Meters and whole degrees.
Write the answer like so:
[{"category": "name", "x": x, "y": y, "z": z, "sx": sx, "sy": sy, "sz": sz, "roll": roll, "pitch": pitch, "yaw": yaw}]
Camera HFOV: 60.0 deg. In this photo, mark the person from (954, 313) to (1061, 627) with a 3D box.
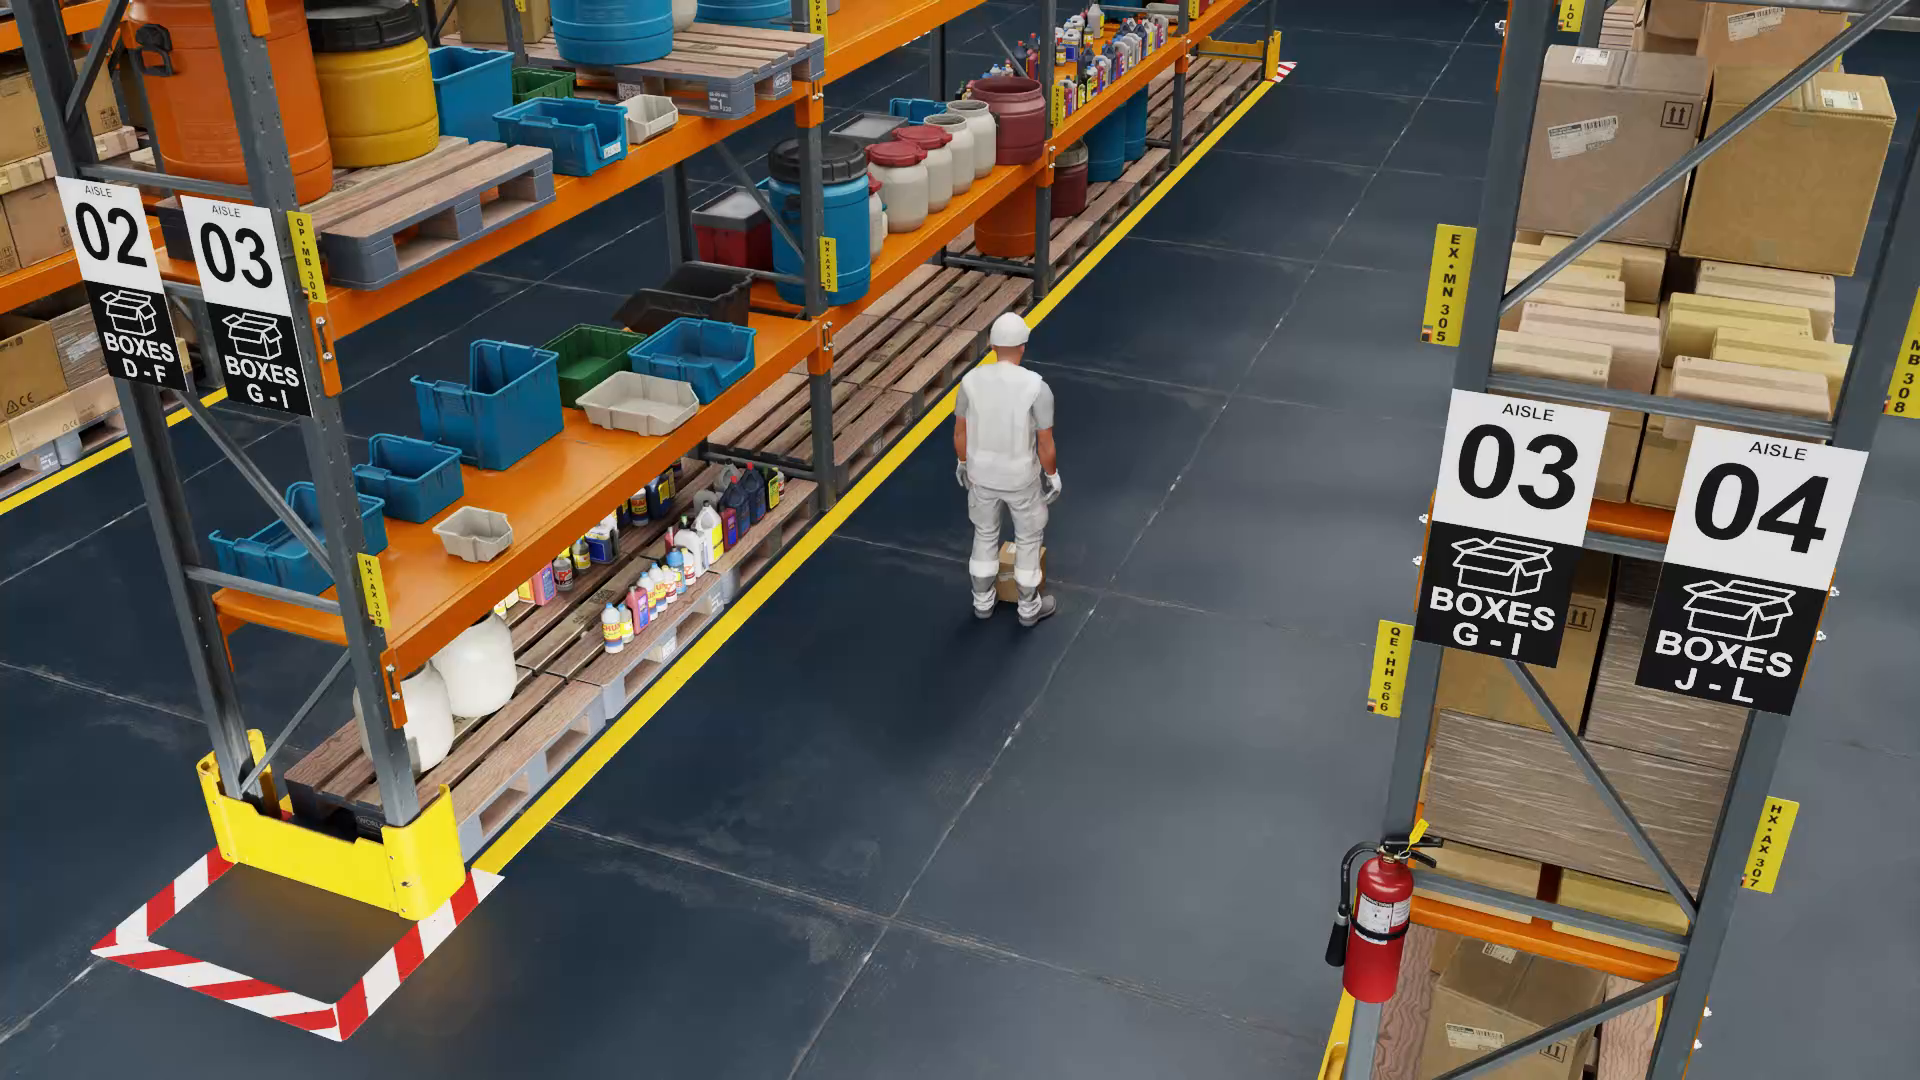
[{"category": "person", "x": 0.260, "y": -0.365, "z": 9.039, "sx": 0.603, "sy": 1.775, "sz": 0.451, "roll": 11, "pitch": 31, "yaw": 18}]
